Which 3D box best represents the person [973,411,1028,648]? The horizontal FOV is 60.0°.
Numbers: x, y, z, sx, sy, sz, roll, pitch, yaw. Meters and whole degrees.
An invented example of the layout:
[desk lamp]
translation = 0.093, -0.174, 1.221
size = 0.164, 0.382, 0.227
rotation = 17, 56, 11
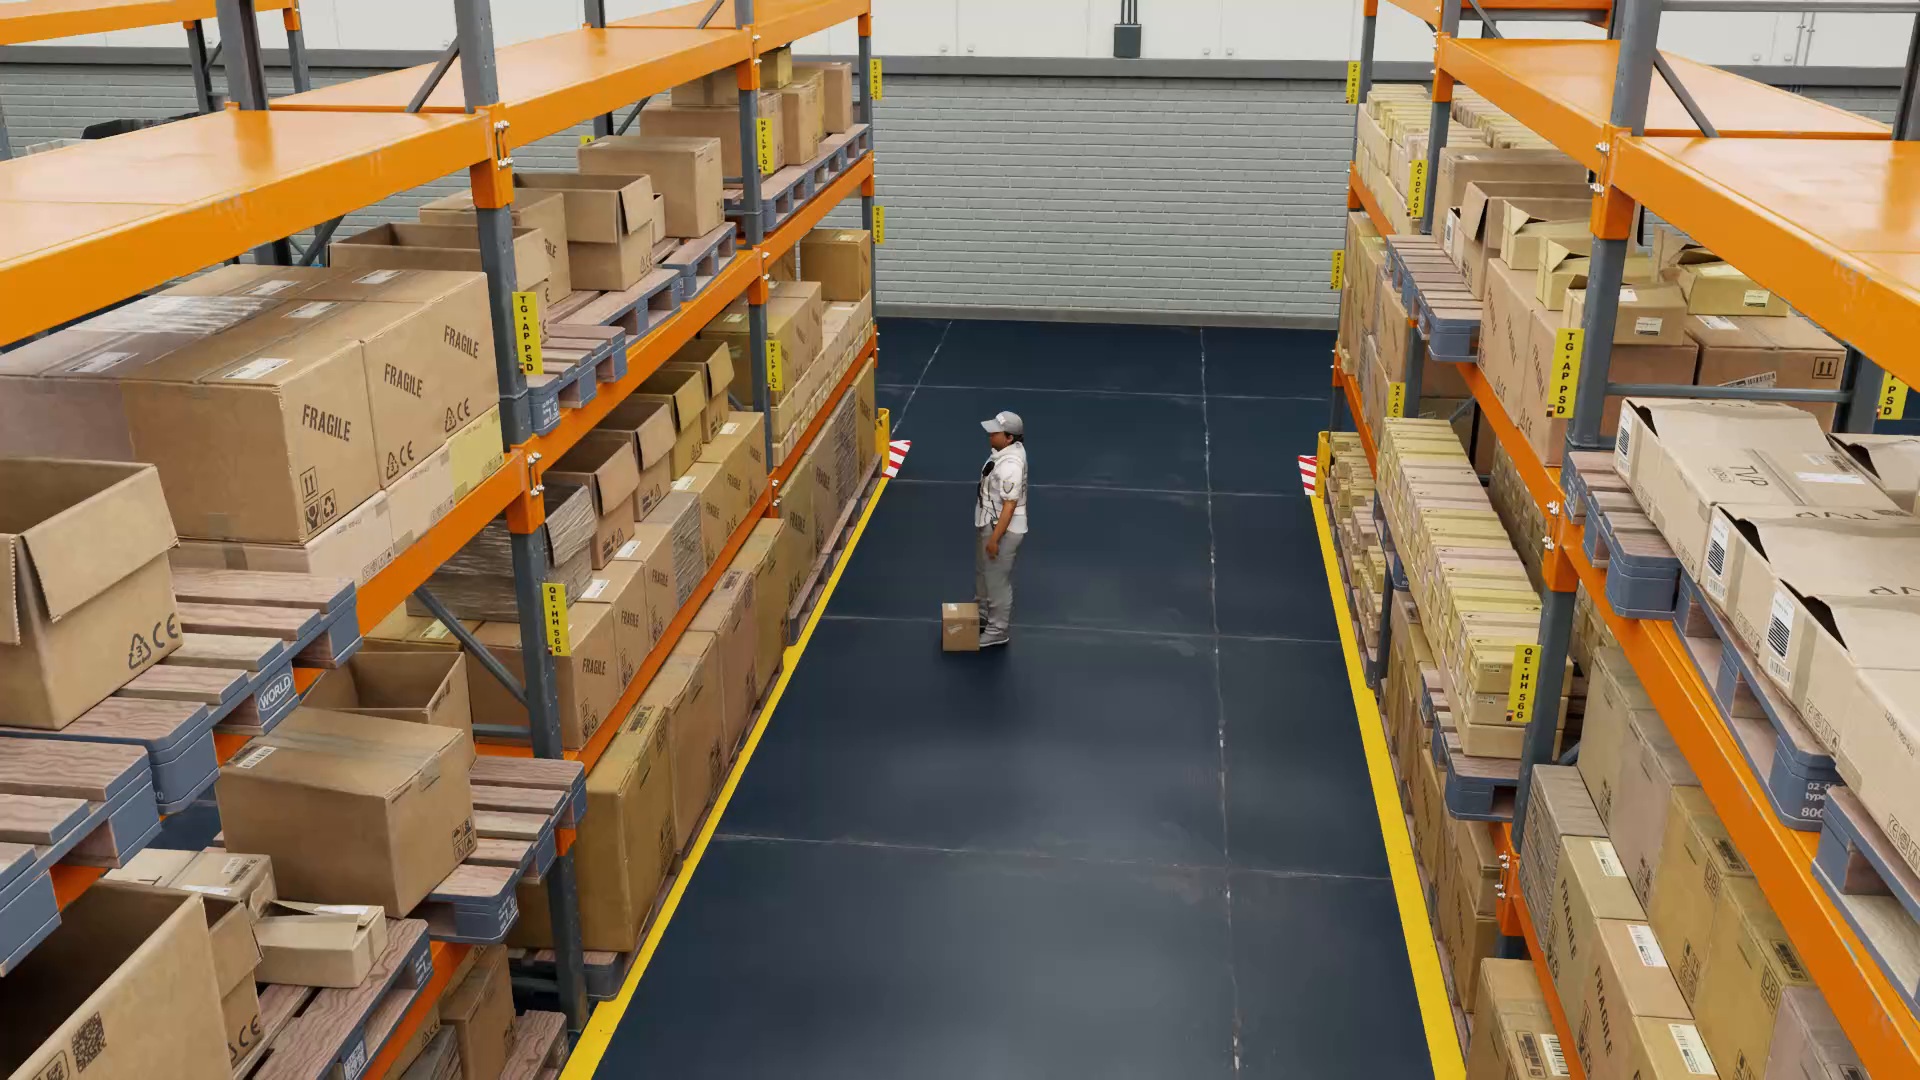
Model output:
[person]
translation = 0.192, -0.083, 11.263
size = 0.529, 1.670, 0.599
rotation = 0, 21, 0
